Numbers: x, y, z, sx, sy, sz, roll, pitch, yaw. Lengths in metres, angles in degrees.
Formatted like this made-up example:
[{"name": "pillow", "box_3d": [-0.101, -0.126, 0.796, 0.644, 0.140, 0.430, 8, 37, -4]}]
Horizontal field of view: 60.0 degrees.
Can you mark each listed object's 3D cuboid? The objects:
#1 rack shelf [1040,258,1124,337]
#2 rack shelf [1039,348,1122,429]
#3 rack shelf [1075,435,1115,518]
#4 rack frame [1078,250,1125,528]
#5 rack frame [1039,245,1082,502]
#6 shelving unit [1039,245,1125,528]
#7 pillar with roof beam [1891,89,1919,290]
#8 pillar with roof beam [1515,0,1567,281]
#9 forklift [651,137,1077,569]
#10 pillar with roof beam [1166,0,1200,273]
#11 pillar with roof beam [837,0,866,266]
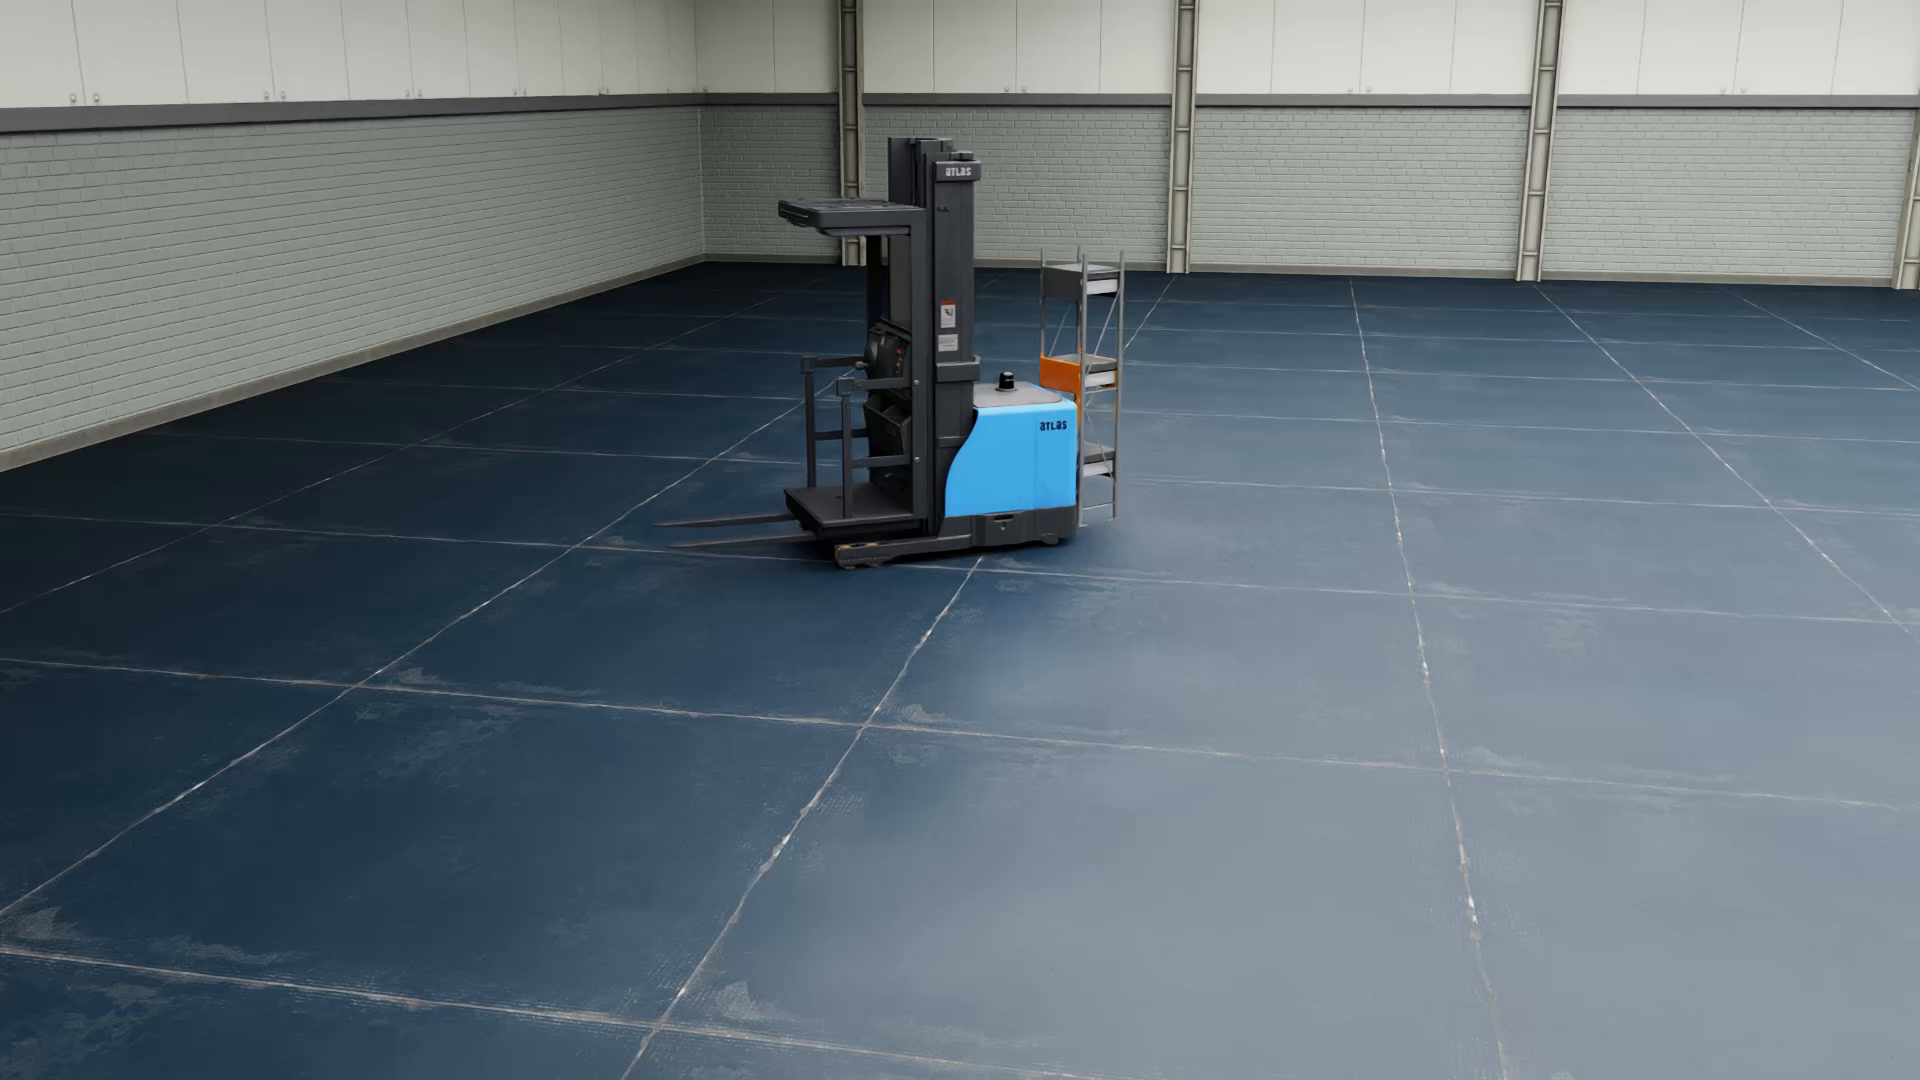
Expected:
[{"name": "rack shelf", "box_3d": [0.928, -1.853, 12.679, 0.431, 0.518, 0.480, -11, 19, -35]}, {"name": "rack shelf", "box_3d": [0.928, -1.179, 12.866, 0.431, 0.518, 0.480, -11, 19, -35]}, {"name": "rack shelf", "box_3d": [0.928, -0.504, 13.052, 0.431, 0.518, 0.480, -11, 19, -35]}, {"name": "rack frame", "box_3d": [1.073, -1.140, 12.673, 0.400, 2.100, 0.015, -11, 19, -35]}, {"name": "rack frame", "box_3d": [0.782, -1.244, 13.051, 0.400, 2.100, 0.015, -11, 19, -35]}, {"name": "shelving unit", "box_3d": [0.928, -1.192, 12.862, 0.431, 2.100, 0.503, -11, 19, -35]}, {"name": "pillar with roof beam", "box_3d": [14.815, -7.381, 22.280, 0.400, 9.000, 9.100, 3, 16, 11]}, {"name": "pillar with roof beam", "box_3d": [8.936, -7.700, 23.432, 0.400, 9.000, 9.100, 3, 16, 11]}, {"name": "forklift", "box_3d": [-0.704, -1.366, 11.934, 3.031, 2.935, 1.130, -5, 16, -19]}, {"name": "pillar with roof beam", "box_3d": [3.056, -8.019, 24.585, 0.400, 9.000, 9.100, 3, 16, 11]}, {"name": "pillar with roof beam", "box_3d": [-2.824, -8.338, 25.737, 0.400, 9.000, 9.100, 3, 16, 11]}]
